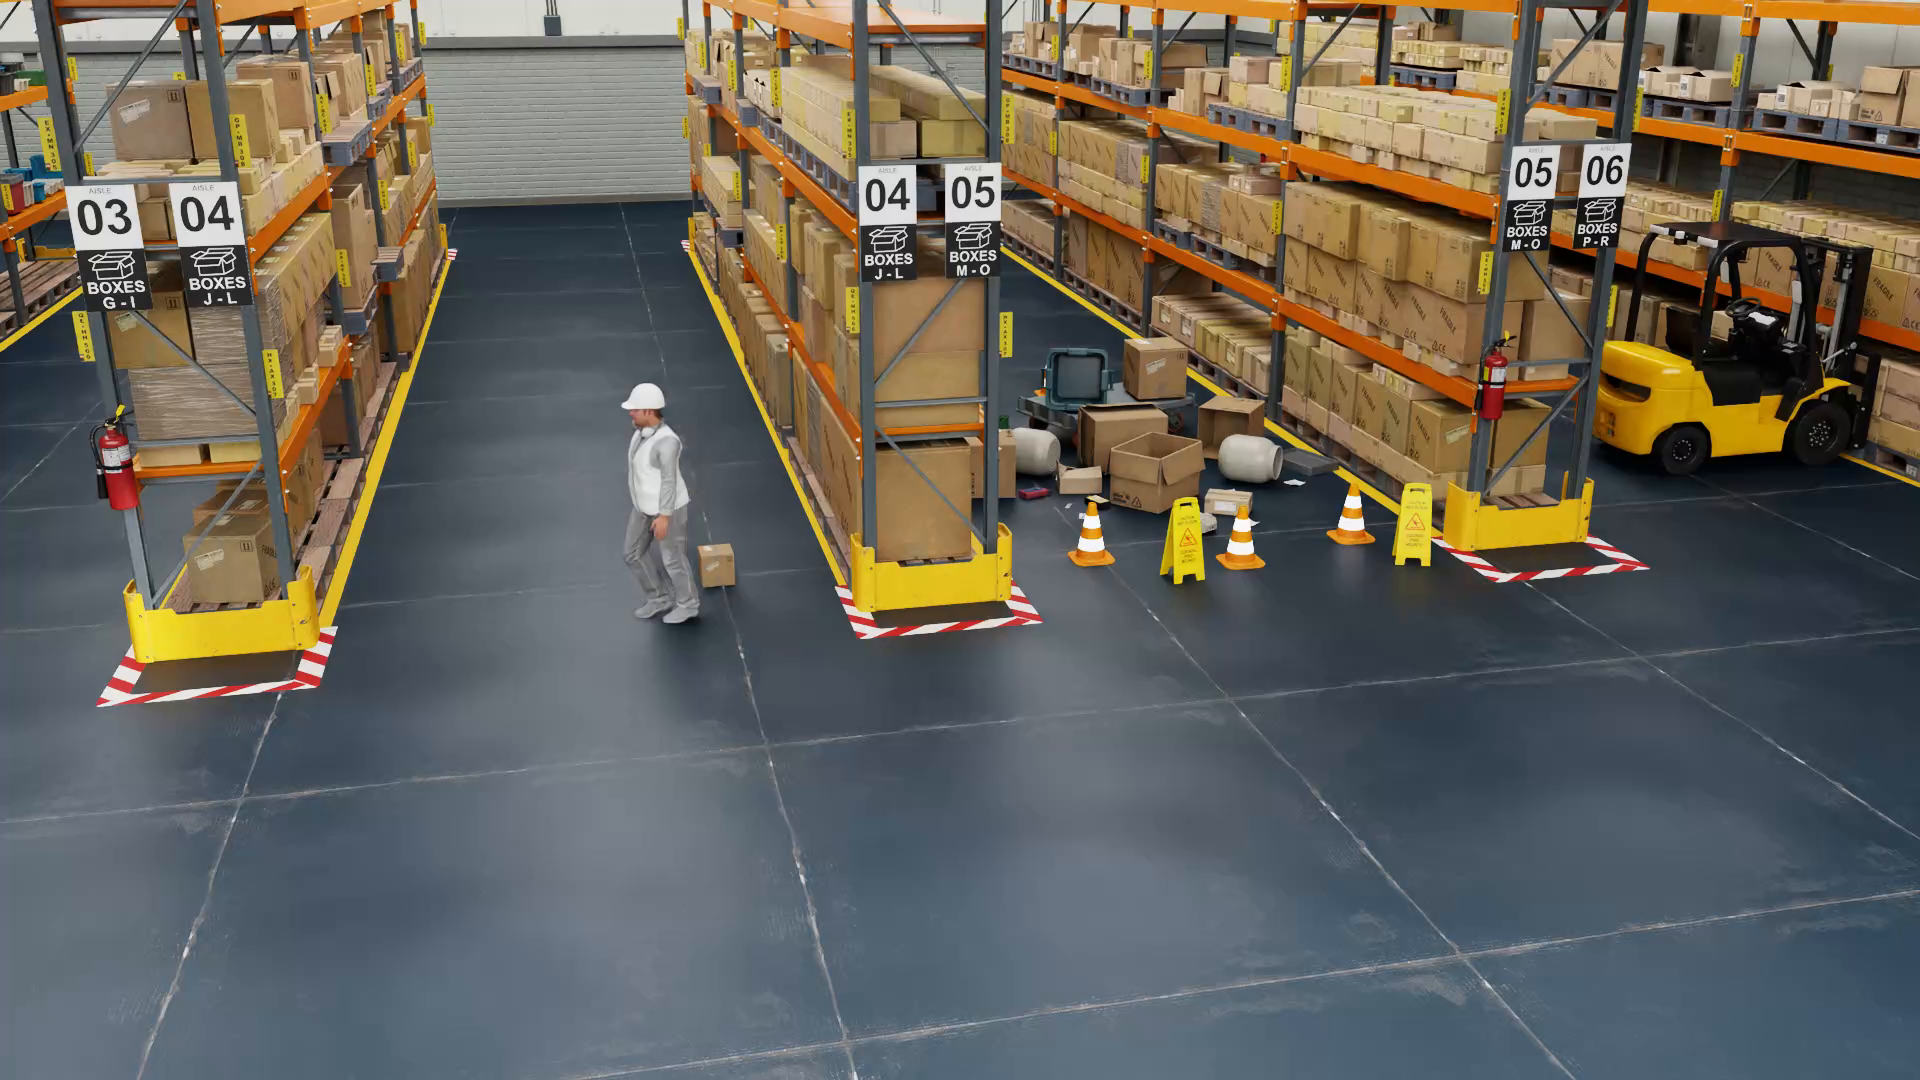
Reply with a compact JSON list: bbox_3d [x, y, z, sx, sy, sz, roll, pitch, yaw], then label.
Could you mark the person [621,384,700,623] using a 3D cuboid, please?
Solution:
[{"bbox_3d":[-2.092,-0.241,11.672,0.490,1.783,0.563,-15,24,-36],"label":"person"}]
